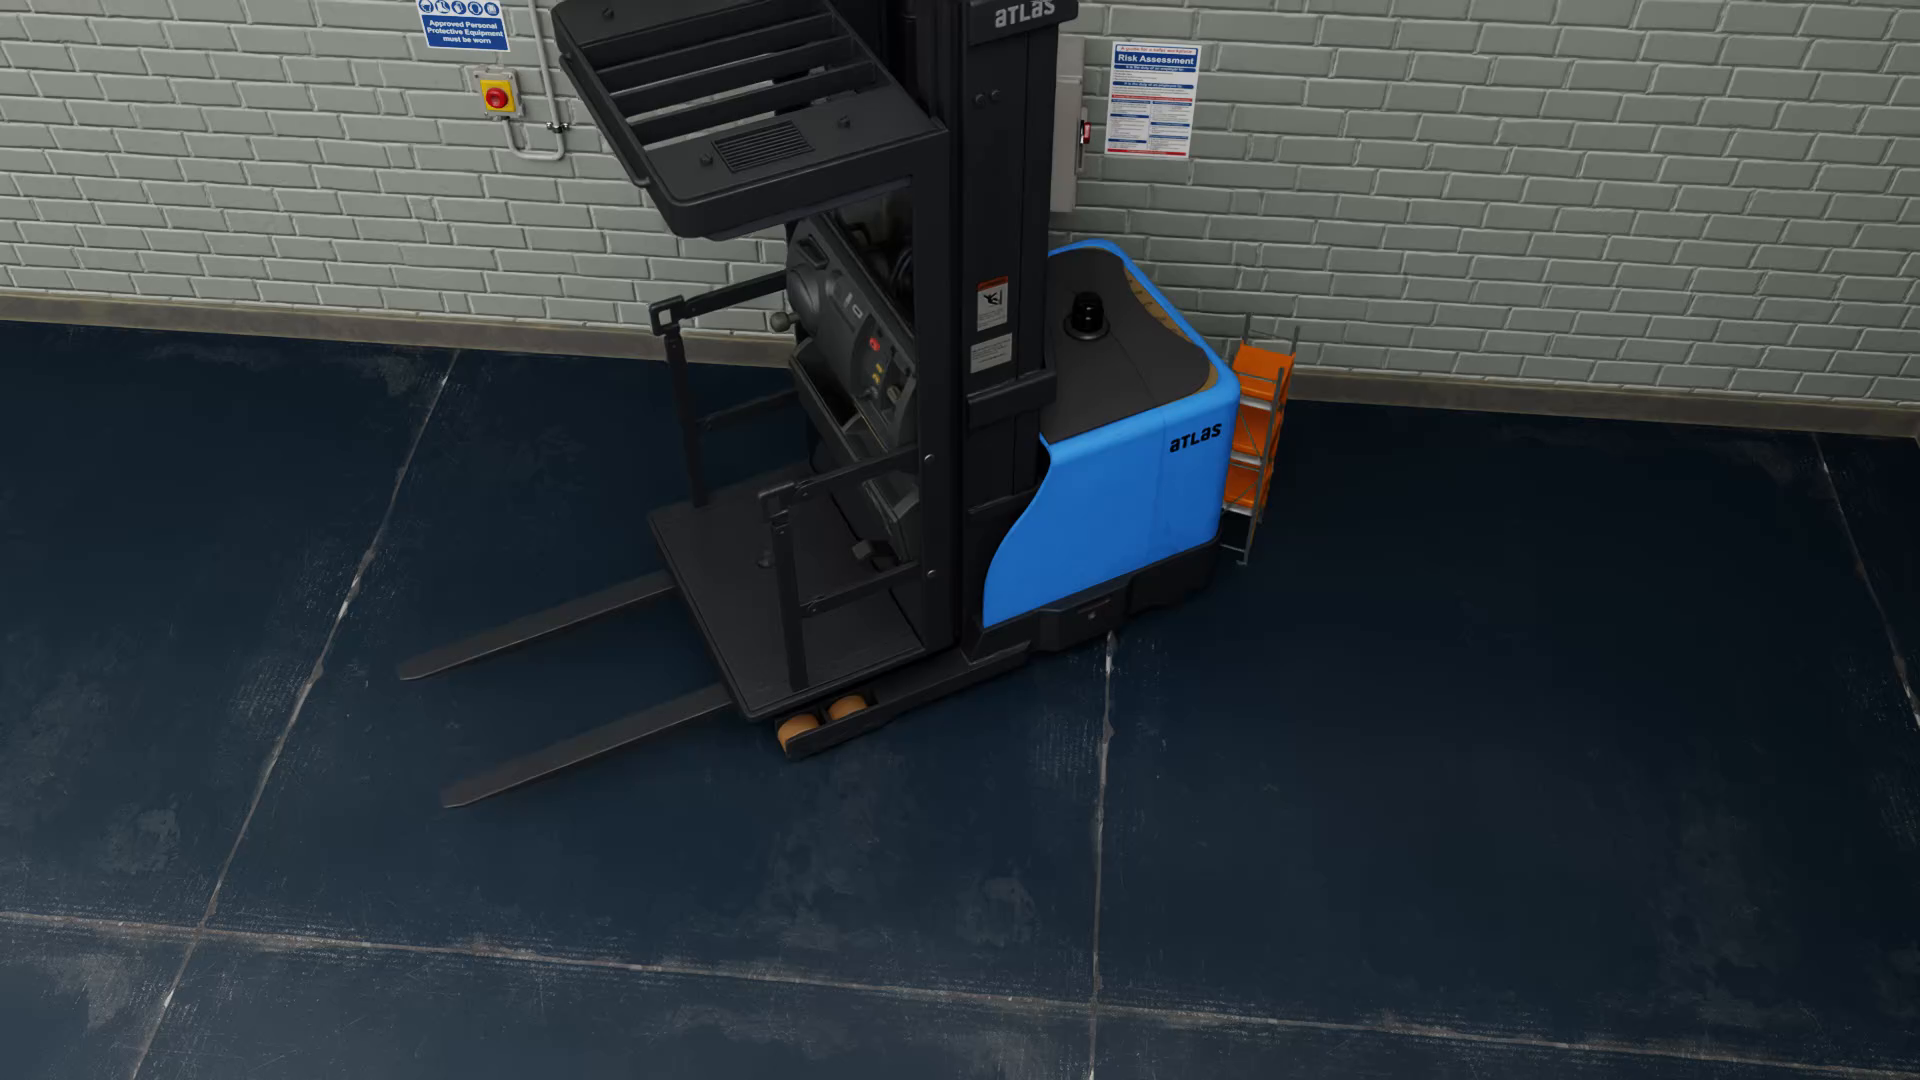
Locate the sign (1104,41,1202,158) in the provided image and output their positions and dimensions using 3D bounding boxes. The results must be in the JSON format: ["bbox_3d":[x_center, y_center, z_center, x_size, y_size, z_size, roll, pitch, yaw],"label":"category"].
[{"bbox_3d":[0.730,-1.672,6.337,0.329,0.494,0.001,4,48,4],"label":"sign"}]

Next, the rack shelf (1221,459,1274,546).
[{"bbox_3d":[1.103,-0.171,6.612,0.215,0.259,0.240,16,50,14],"label":"rack shelf"}]

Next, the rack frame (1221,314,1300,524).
[{"bbox_3d":[1.147,-0.450,6.476,0.200,1.050,0.008,16,50,14],"label":"rack frame"}]

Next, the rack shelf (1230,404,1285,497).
[{"bbox_3d":[1.104,-0.359,6.407,0.215,0.259,0.240,16,50,14],"label":"rack shelf"}]

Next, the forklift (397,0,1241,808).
[{"bbox_3d":[-0.545,-0.647,5.381,3.031,2.935,1.130,-20,51,-17],"label":"forklift"}]

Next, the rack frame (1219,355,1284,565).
[{"bbox_3d":[1.060,-0.282,6.322,0.200,1.050,0.008,16,50,14],"label":"rack frame"}]

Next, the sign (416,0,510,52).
[{"bbox_3d":[-1.902,-1.973,6.365,0.327,0.218,0.001,4,48,4],"label":"sign"}]

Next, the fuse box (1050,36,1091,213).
[{"bbox_3d":[0.219,-1.150,6.668,0.539,1.711,0.414,4,48,4],"label":"fuse box"}]

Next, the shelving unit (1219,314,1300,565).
[{"bbox_3d":[1.104,-0.366,6.399,0.215,1.050,0.252,16,50,14],"label":"shelving unit"}]

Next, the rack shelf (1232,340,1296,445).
[{"bbox_3d":[1.104,-0.550,6.198,0.215,0.259,0.240,16,50,14],"label":"rack shelf"}]

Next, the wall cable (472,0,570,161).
[{"bbox_3d":[-1.860,-2.187,6.034,0.585,1.953,0.123,4,48,4],"label":"wall cable"}]
